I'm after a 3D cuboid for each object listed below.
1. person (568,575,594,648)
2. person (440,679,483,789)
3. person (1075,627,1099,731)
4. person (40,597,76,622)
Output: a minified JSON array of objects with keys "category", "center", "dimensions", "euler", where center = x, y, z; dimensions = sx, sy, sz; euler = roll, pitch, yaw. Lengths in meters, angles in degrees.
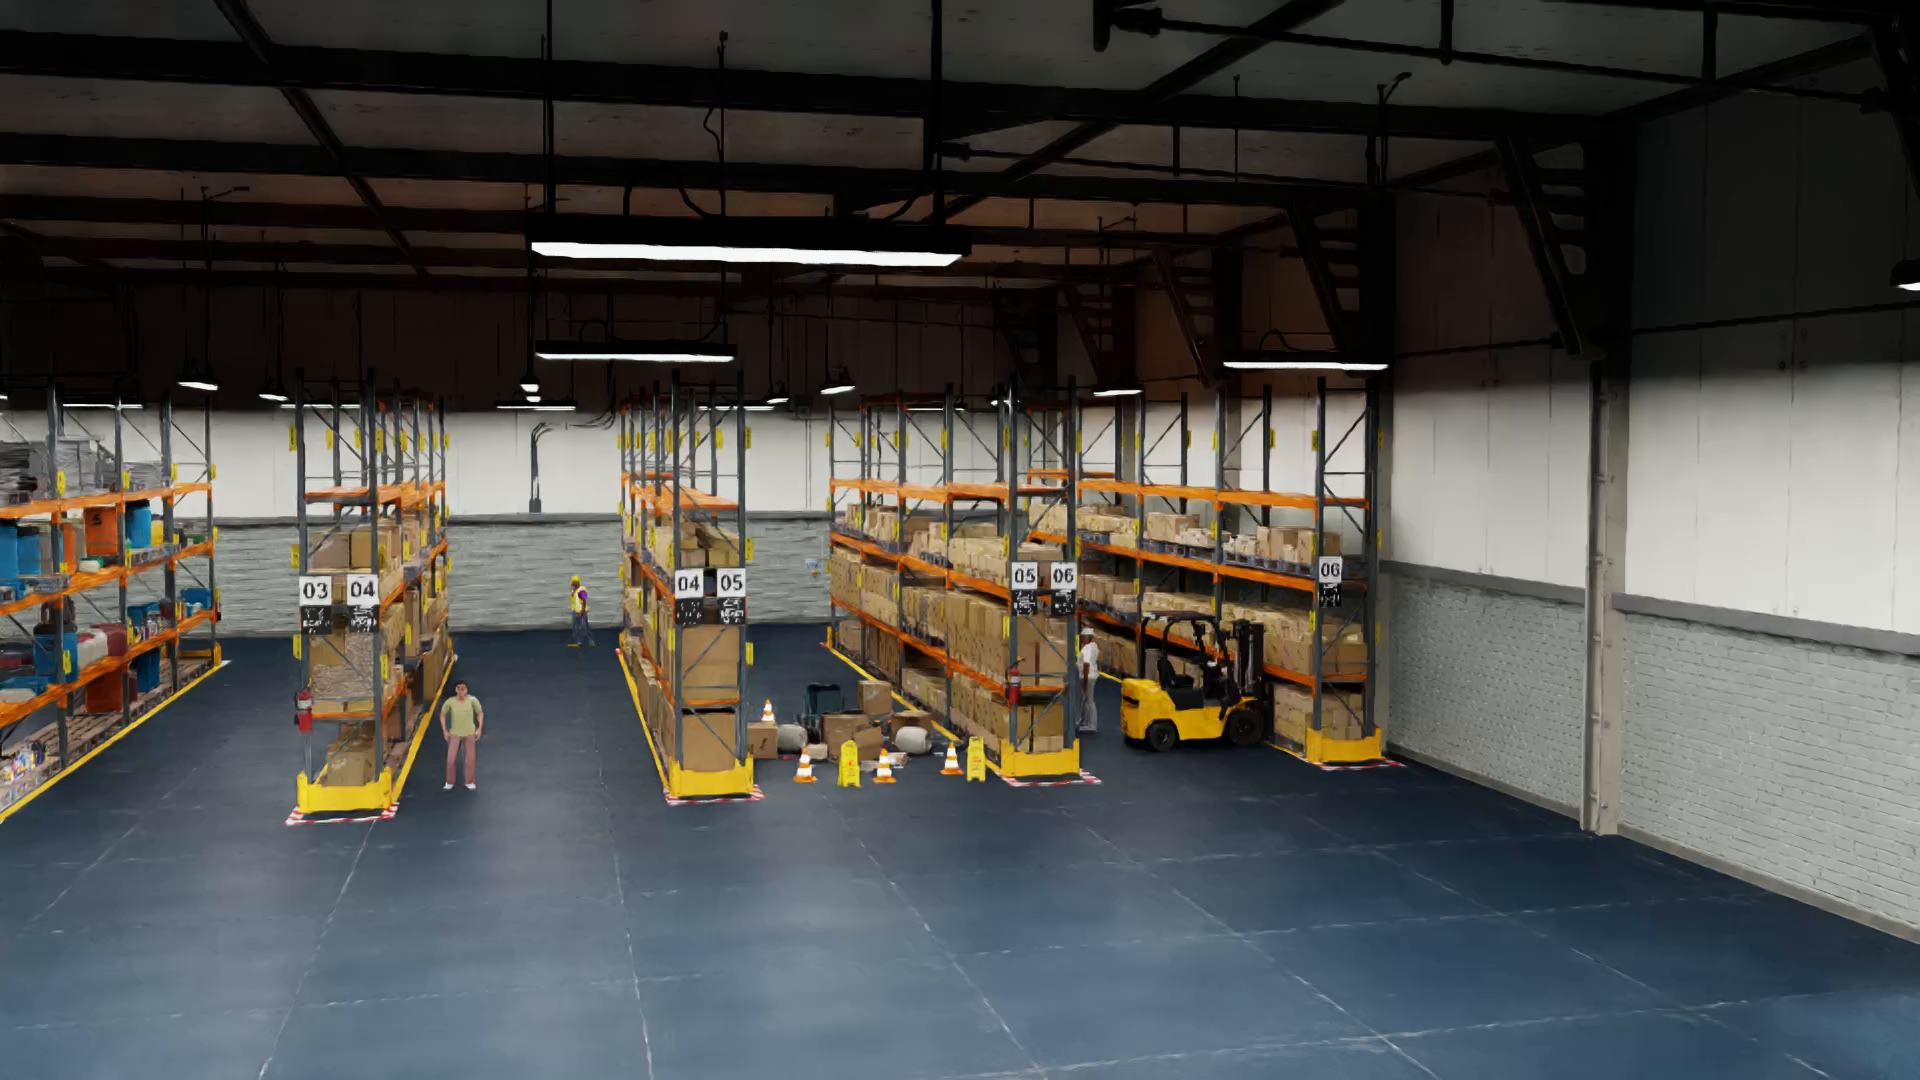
[{"category":"person","center":[-9.195,1.730,40.313],"dimensions":[0.593,1.762,0.612],"euler":[3,5,44]},{"category":"person","center":[-7.132,2.779,23.804],"dimensions":[0.598,1.619,0.507],"euler":[-1,4,-16]},{"category":"person","center":[2.155,2.389,28.745],"dimensions":[0.503,1.764,0.624],"euler":[1,4,16]},{"category":"person","center":[-20.525,1.883,37.853],"dimensions":[0.729,1.733,0.546],"euler":[-1,4,-16]}]
